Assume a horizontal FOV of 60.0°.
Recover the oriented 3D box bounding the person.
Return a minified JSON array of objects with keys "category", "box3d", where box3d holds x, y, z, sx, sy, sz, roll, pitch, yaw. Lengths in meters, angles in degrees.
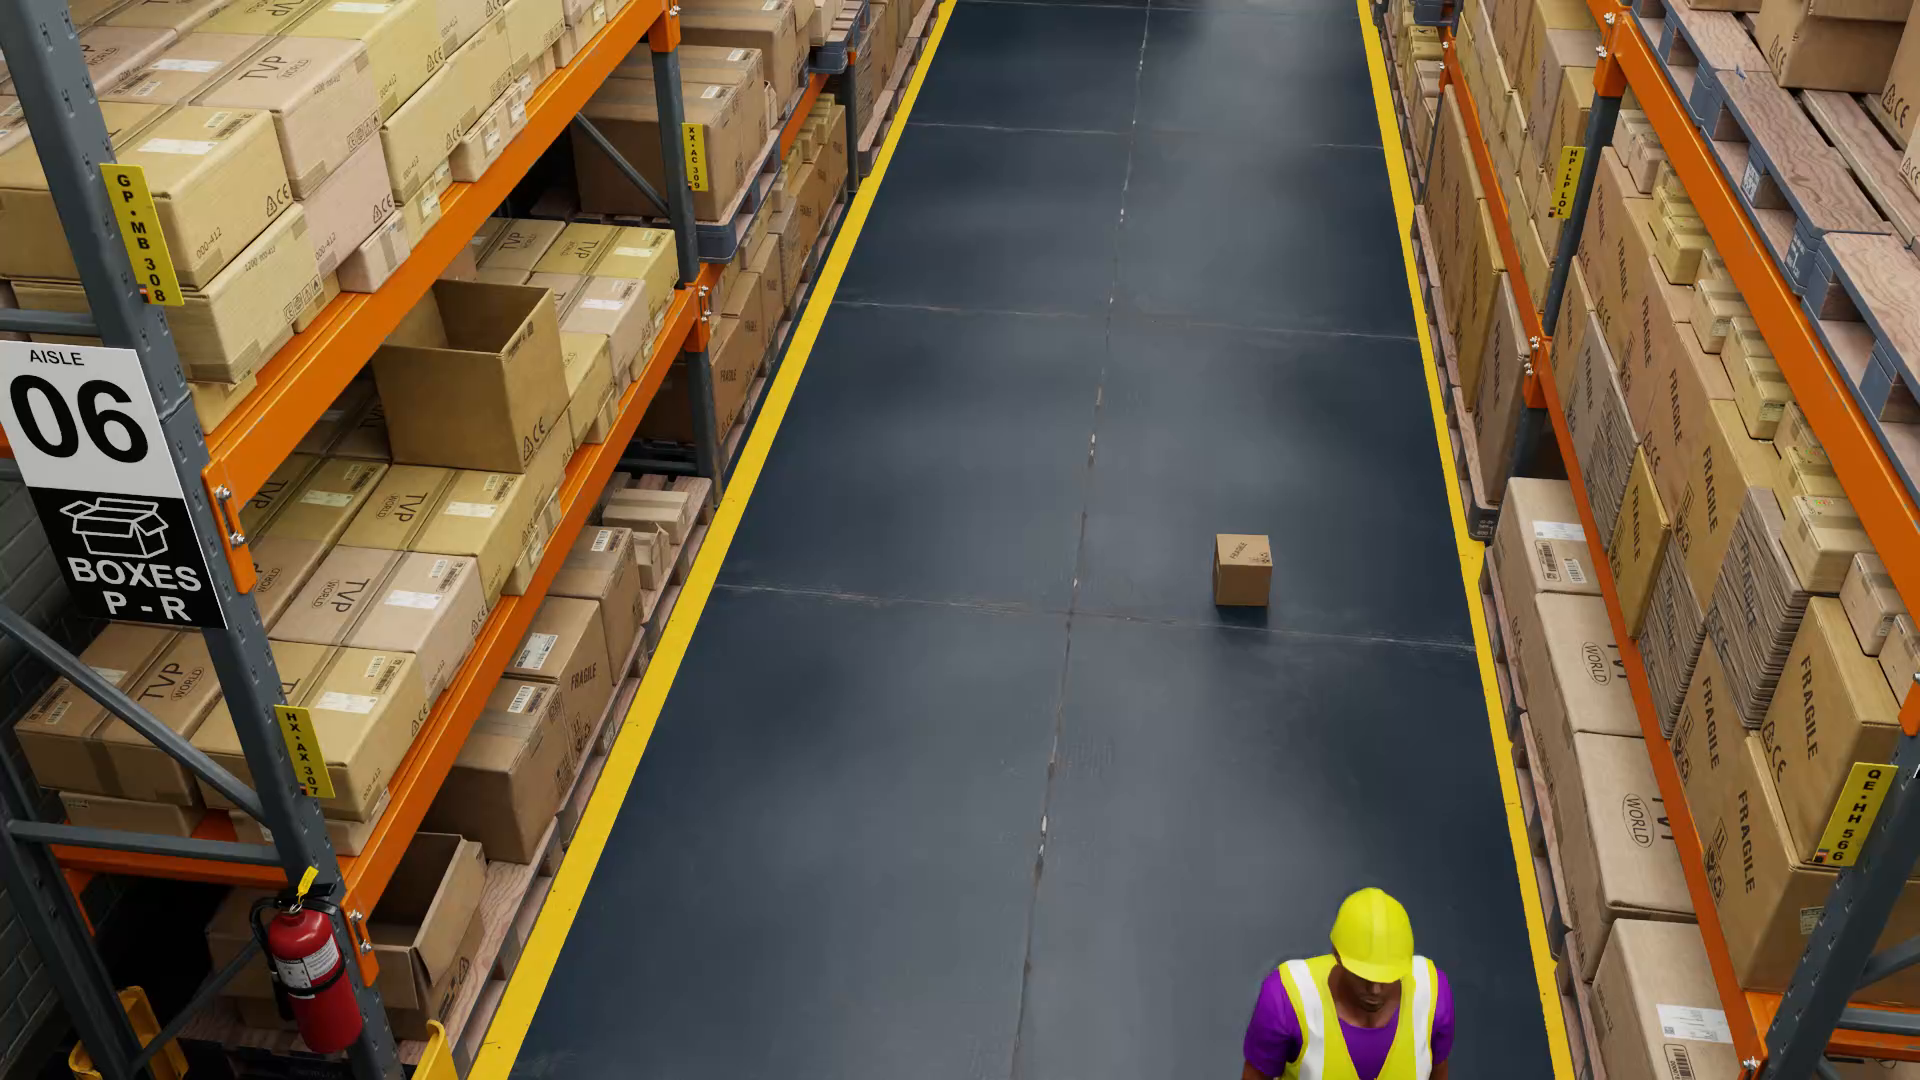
[{"category":"person","box3d":[1.066,1.691,4.647,0.589,1.769,0.460,1,36,1]}]
